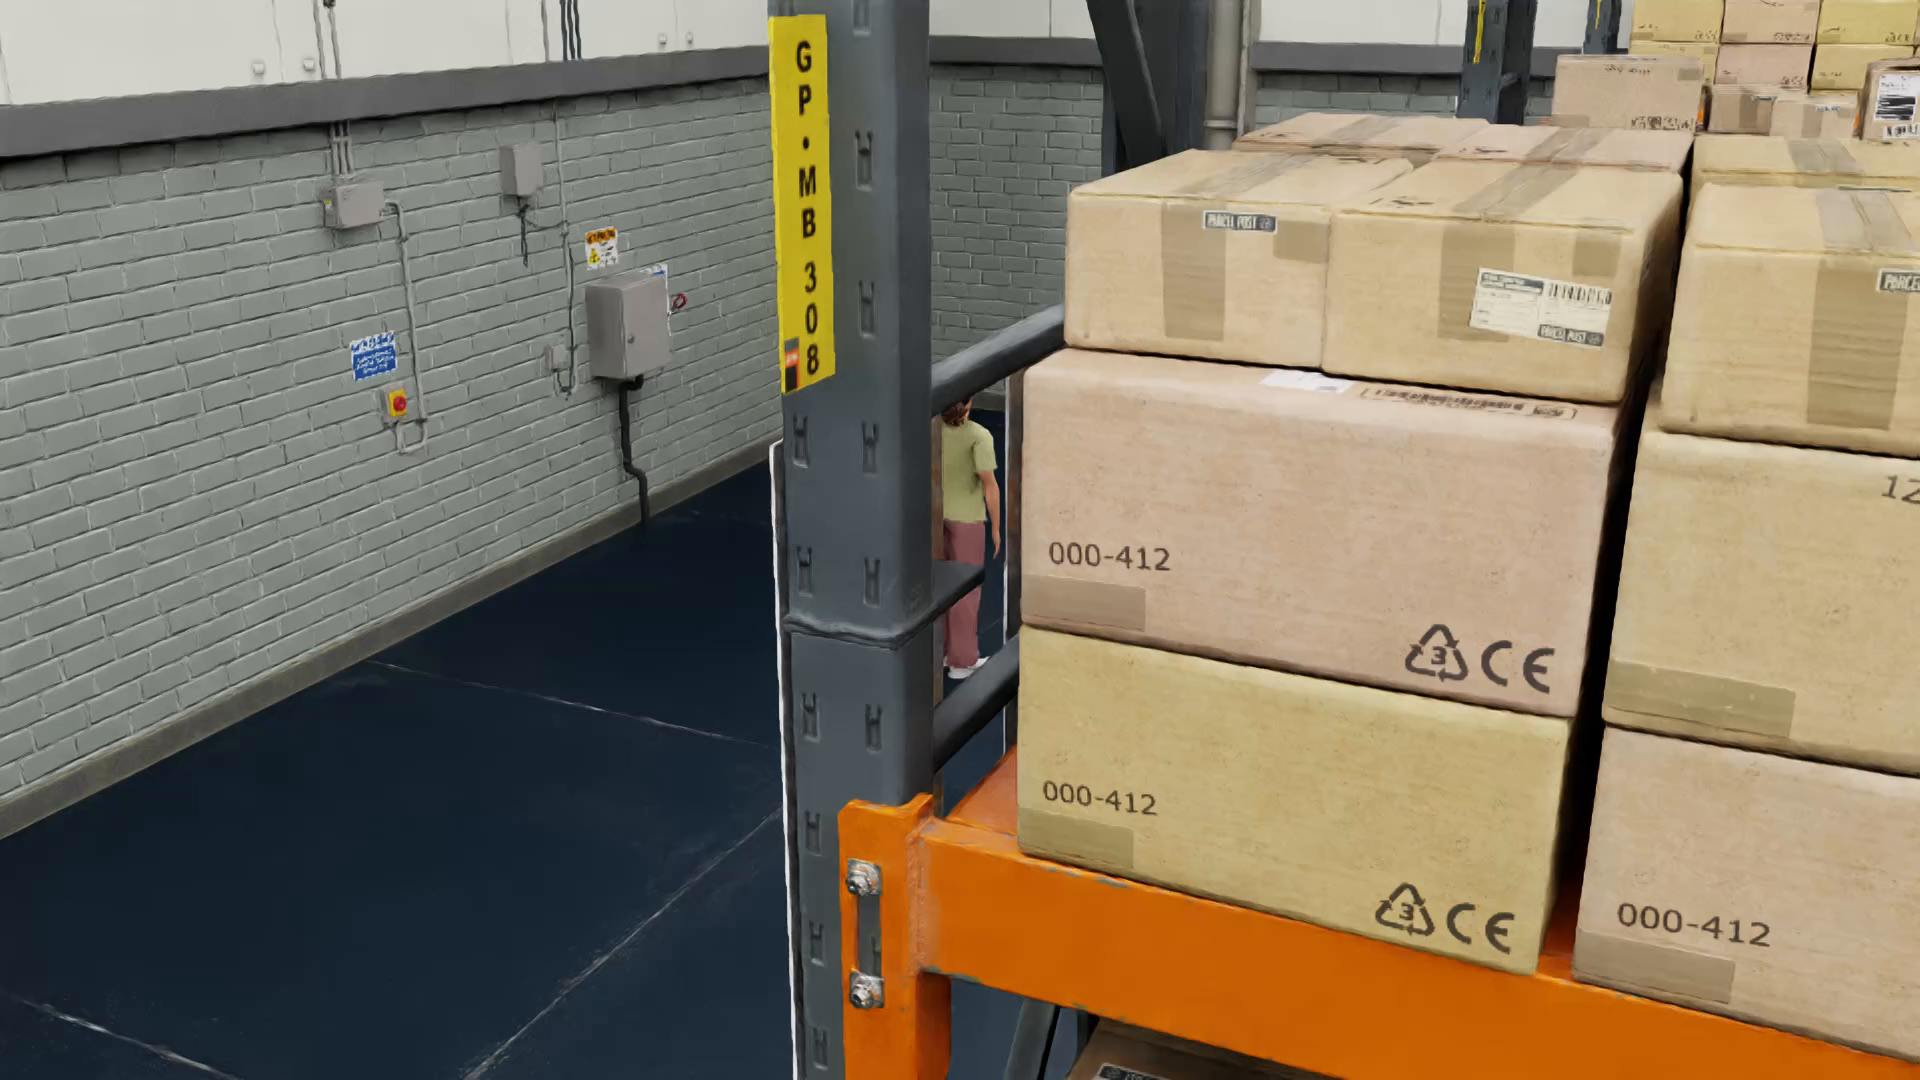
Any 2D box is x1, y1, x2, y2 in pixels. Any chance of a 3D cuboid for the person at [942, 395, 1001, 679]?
[{"bbox_3d":[0.012,0.014,8.850,0.537,1.424,0.418,9,21,24],"label":"person"}]
